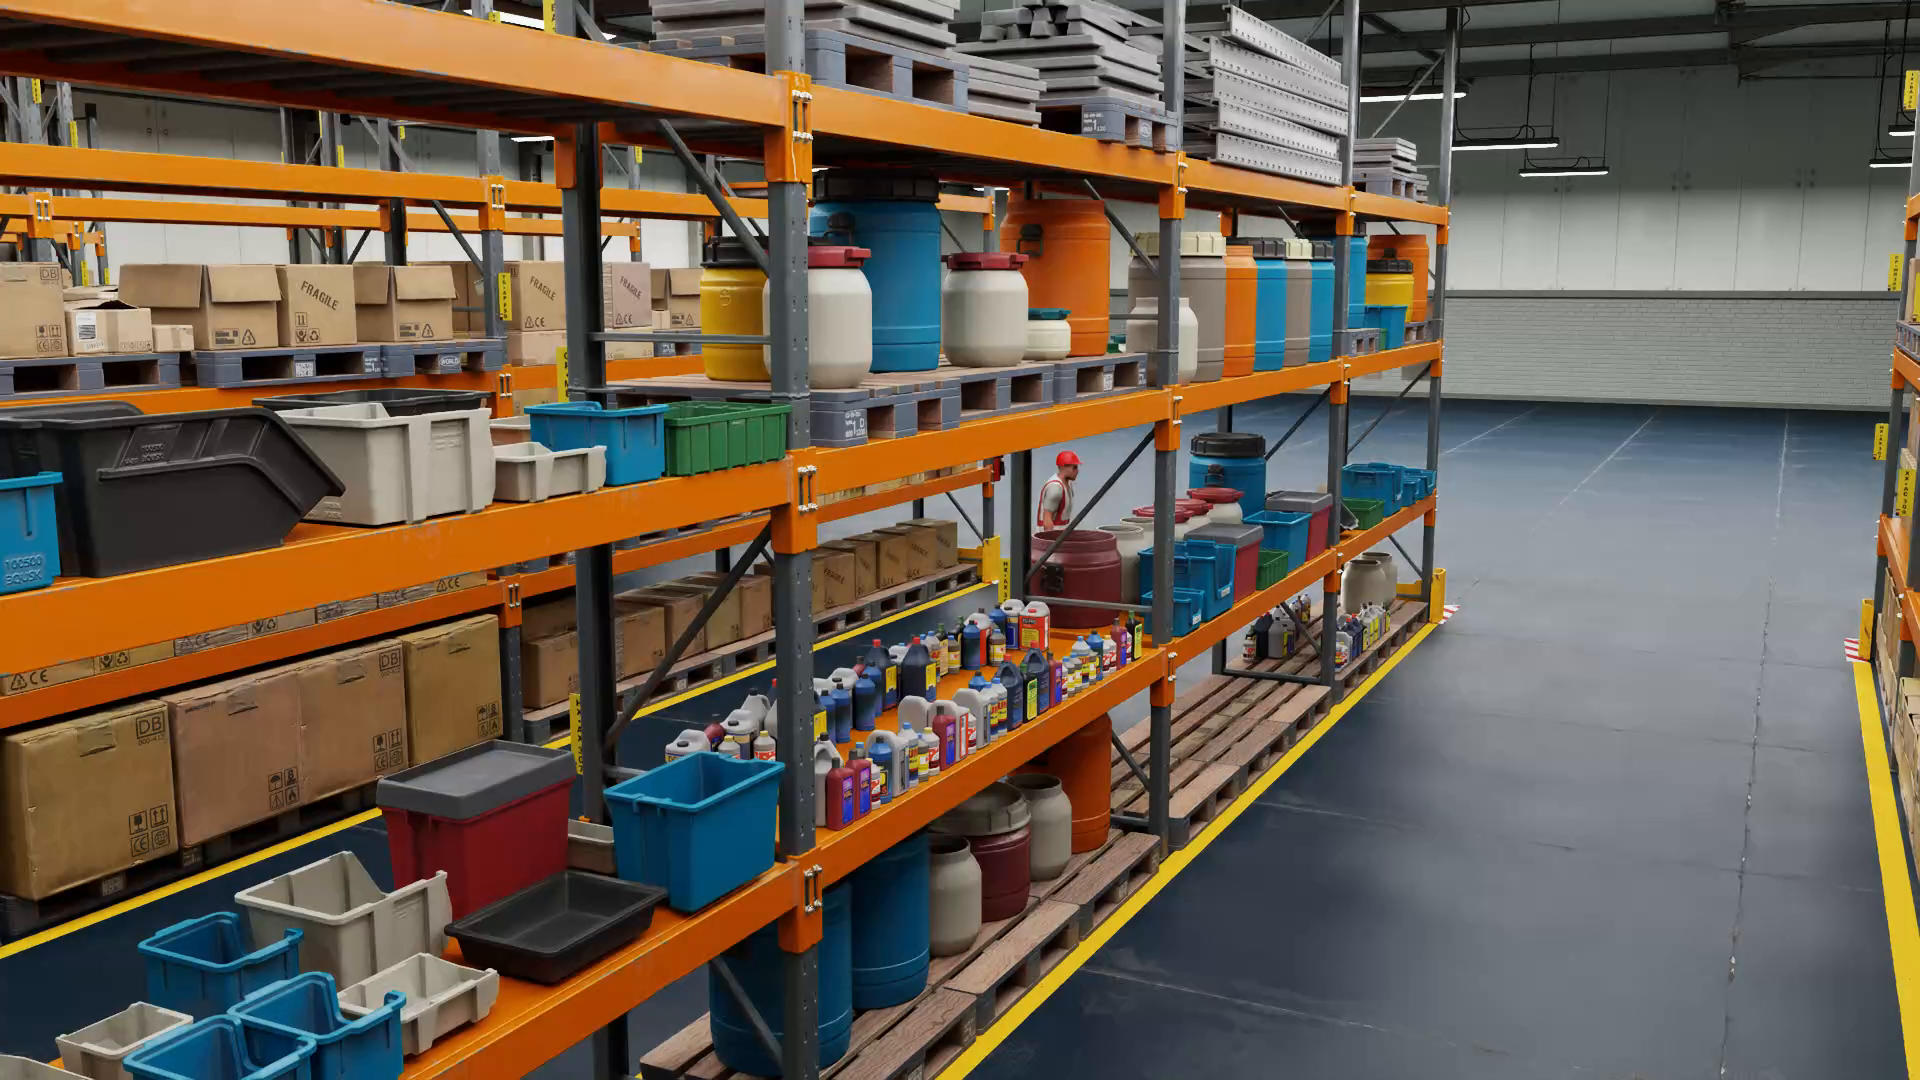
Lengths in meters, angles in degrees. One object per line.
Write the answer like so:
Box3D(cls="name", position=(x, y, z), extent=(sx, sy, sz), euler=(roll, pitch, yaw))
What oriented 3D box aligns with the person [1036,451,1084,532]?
Box3D(cls="person", position=(0.980, 0.018, 16.199), extent=(0.446, 1.780, 0.620), euler=(4, 10, 23))
